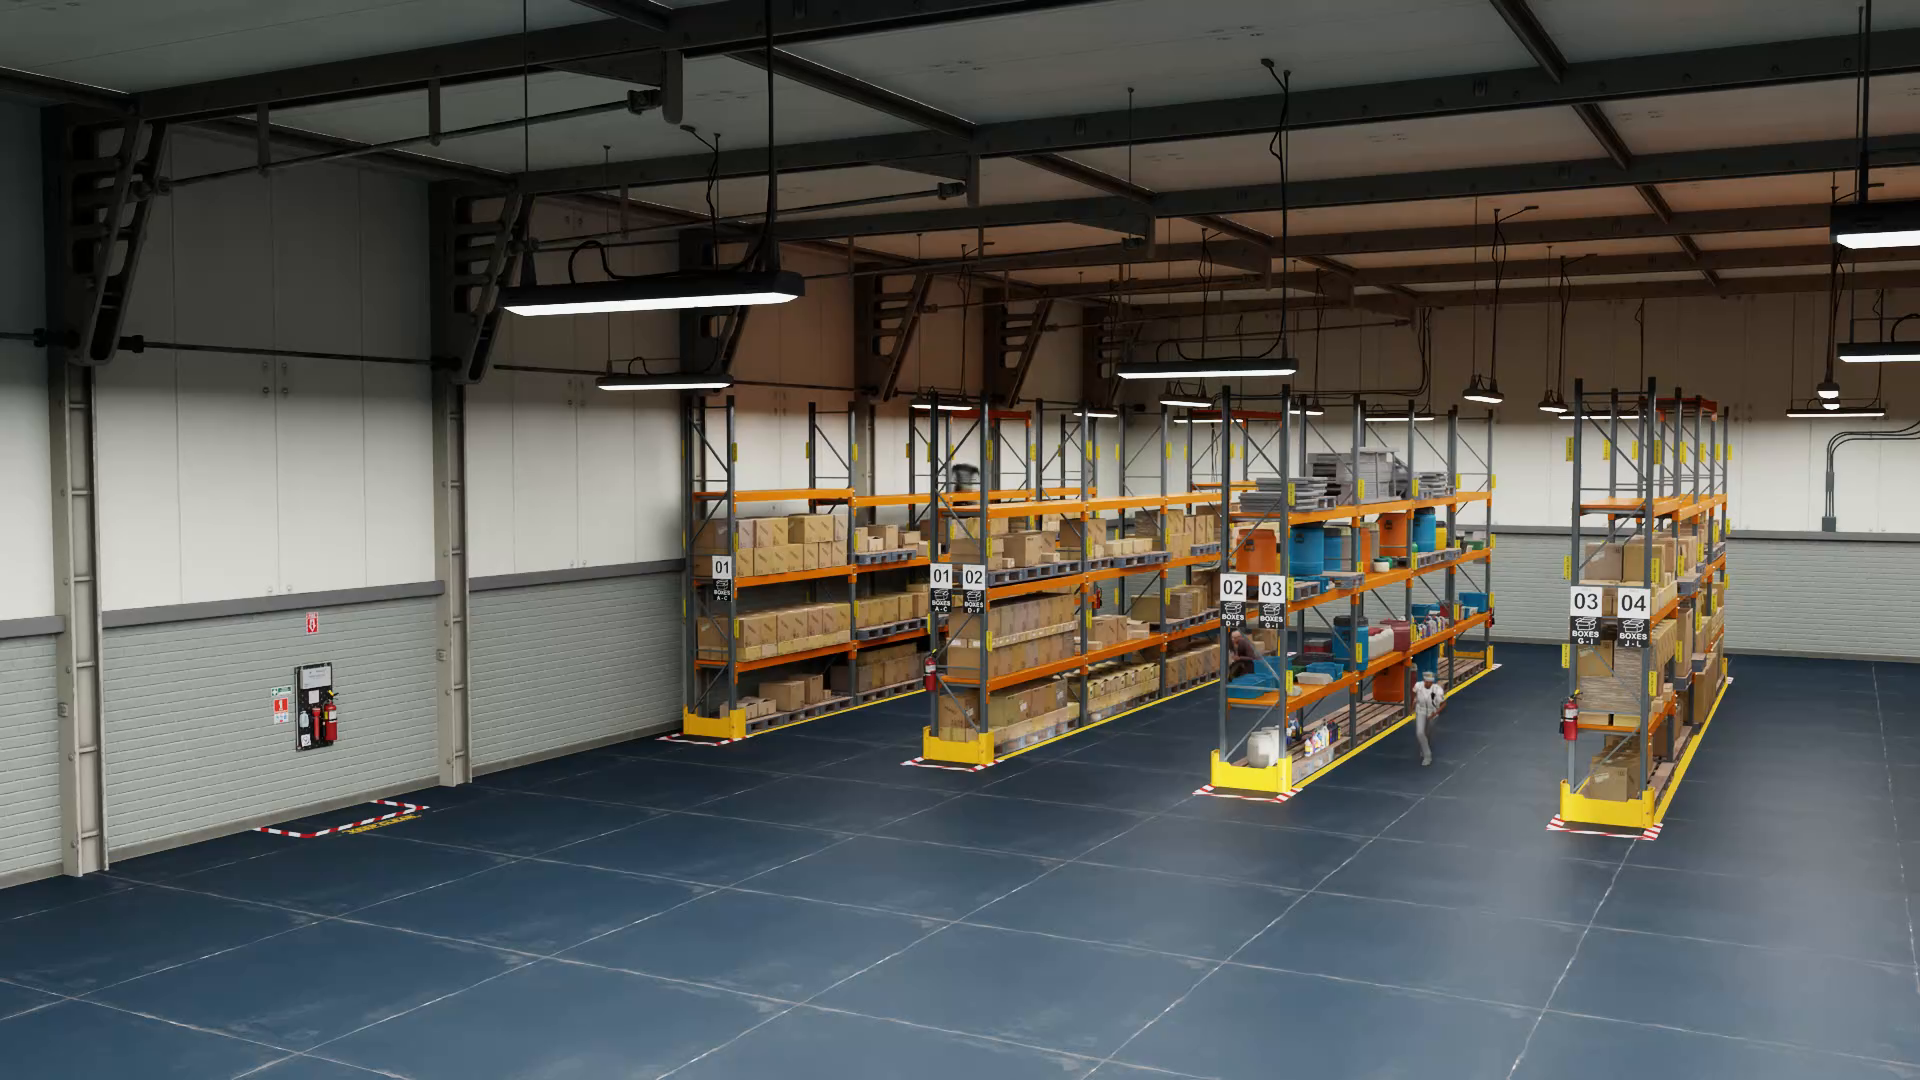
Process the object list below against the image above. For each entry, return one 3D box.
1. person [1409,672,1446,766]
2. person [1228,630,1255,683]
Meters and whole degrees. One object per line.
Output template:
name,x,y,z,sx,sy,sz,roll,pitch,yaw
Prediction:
person,7.549,2.826,26.833,0.594,1.498,1.011,1,3,20
person,5.639,2.523,32.882,0.699,1.562,1.235,3,4,41
